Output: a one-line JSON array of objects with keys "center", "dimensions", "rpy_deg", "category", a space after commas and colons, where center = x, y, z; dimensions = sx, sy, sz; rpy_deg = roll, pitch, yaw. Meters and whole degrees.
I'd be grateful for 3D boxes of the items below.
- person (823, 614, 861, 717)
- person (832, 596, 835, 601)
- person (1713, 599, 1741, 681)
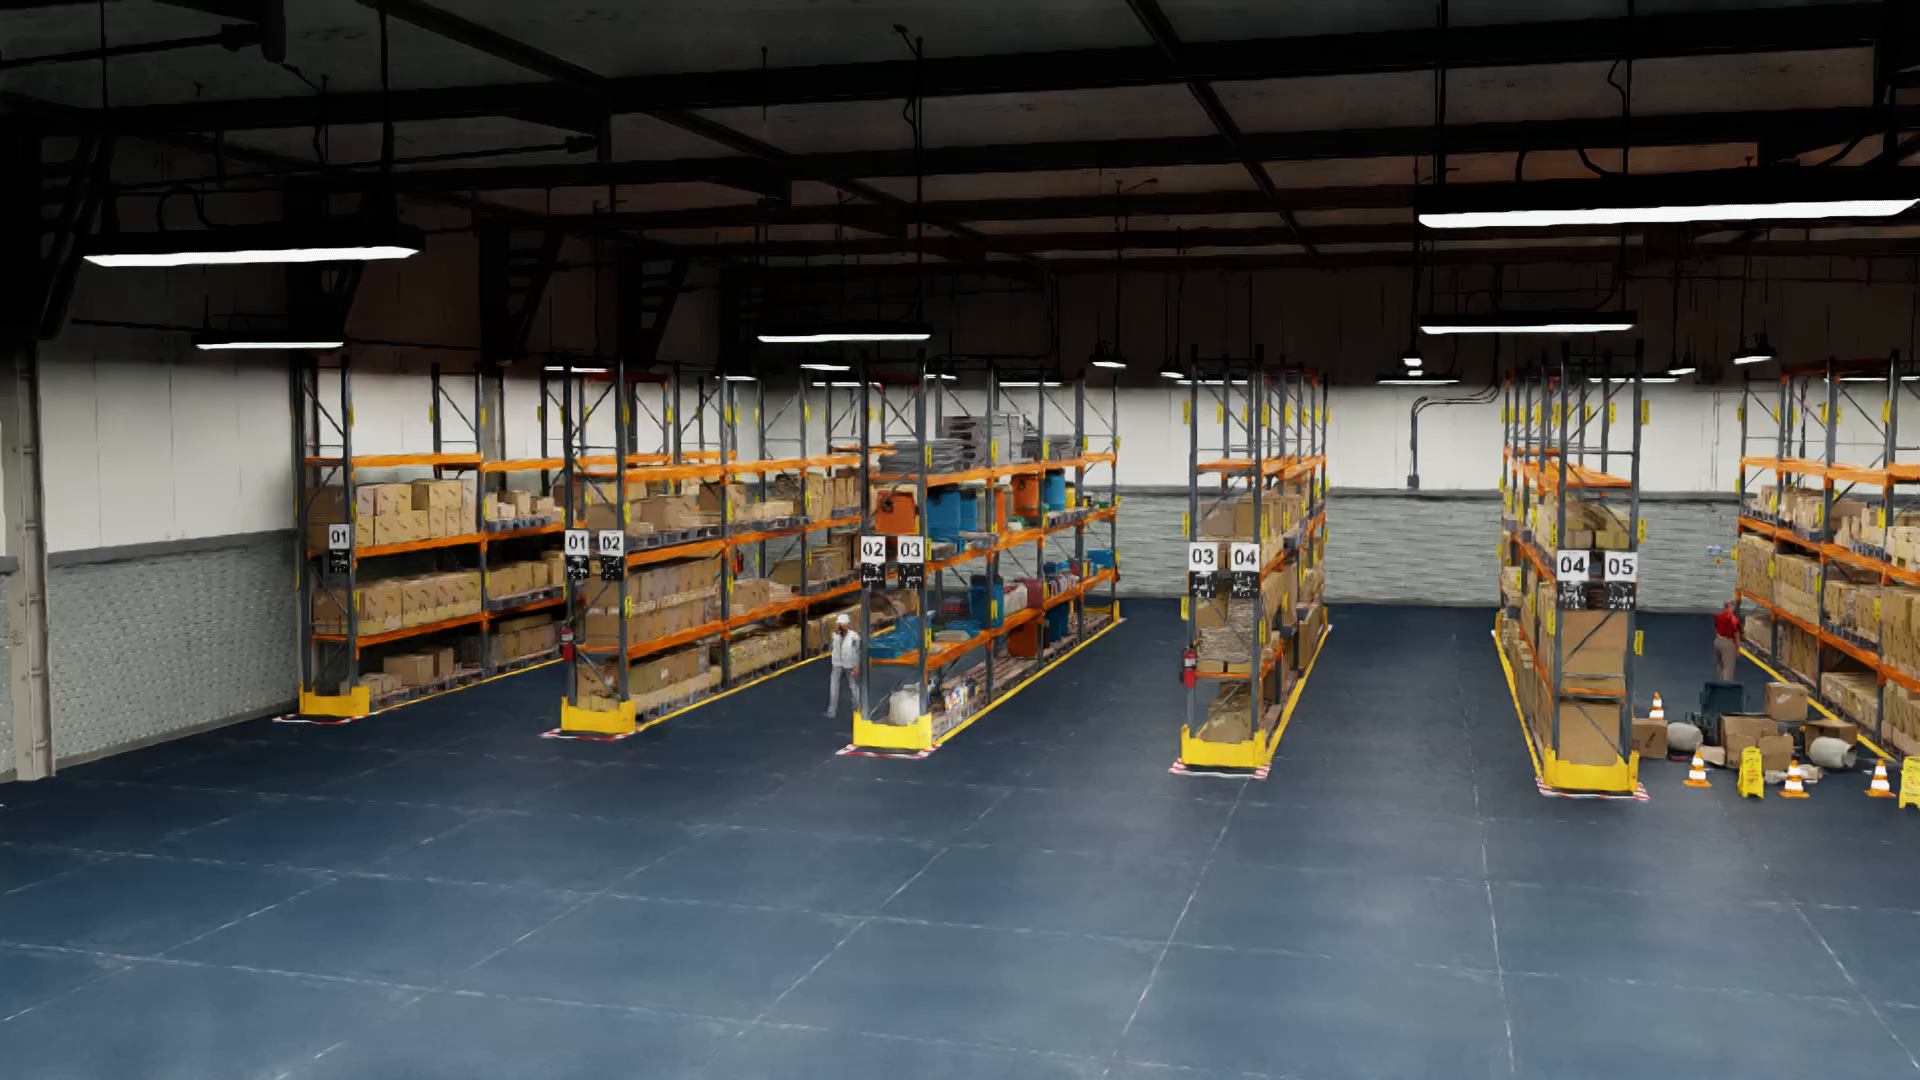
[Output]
[{"center": [-1.912, 2.065, 27.719], "dimensions": [0.543, 1.700, 1.119], "rpy_deg": [1, 4, 13], "category": "person"}, {"center": [-3.263, 1.057, 41.418], "dimensions": [0.537, 1.654, 0.572], "rpy_deg": [4, 6, 43], "category": "person"}, {"center": [13.669, 1.909, 29.545], "dimensions": [0.474, 1.739, 0.628], "rpy_deg": [-1, 4, -14], "category": "person"}]
